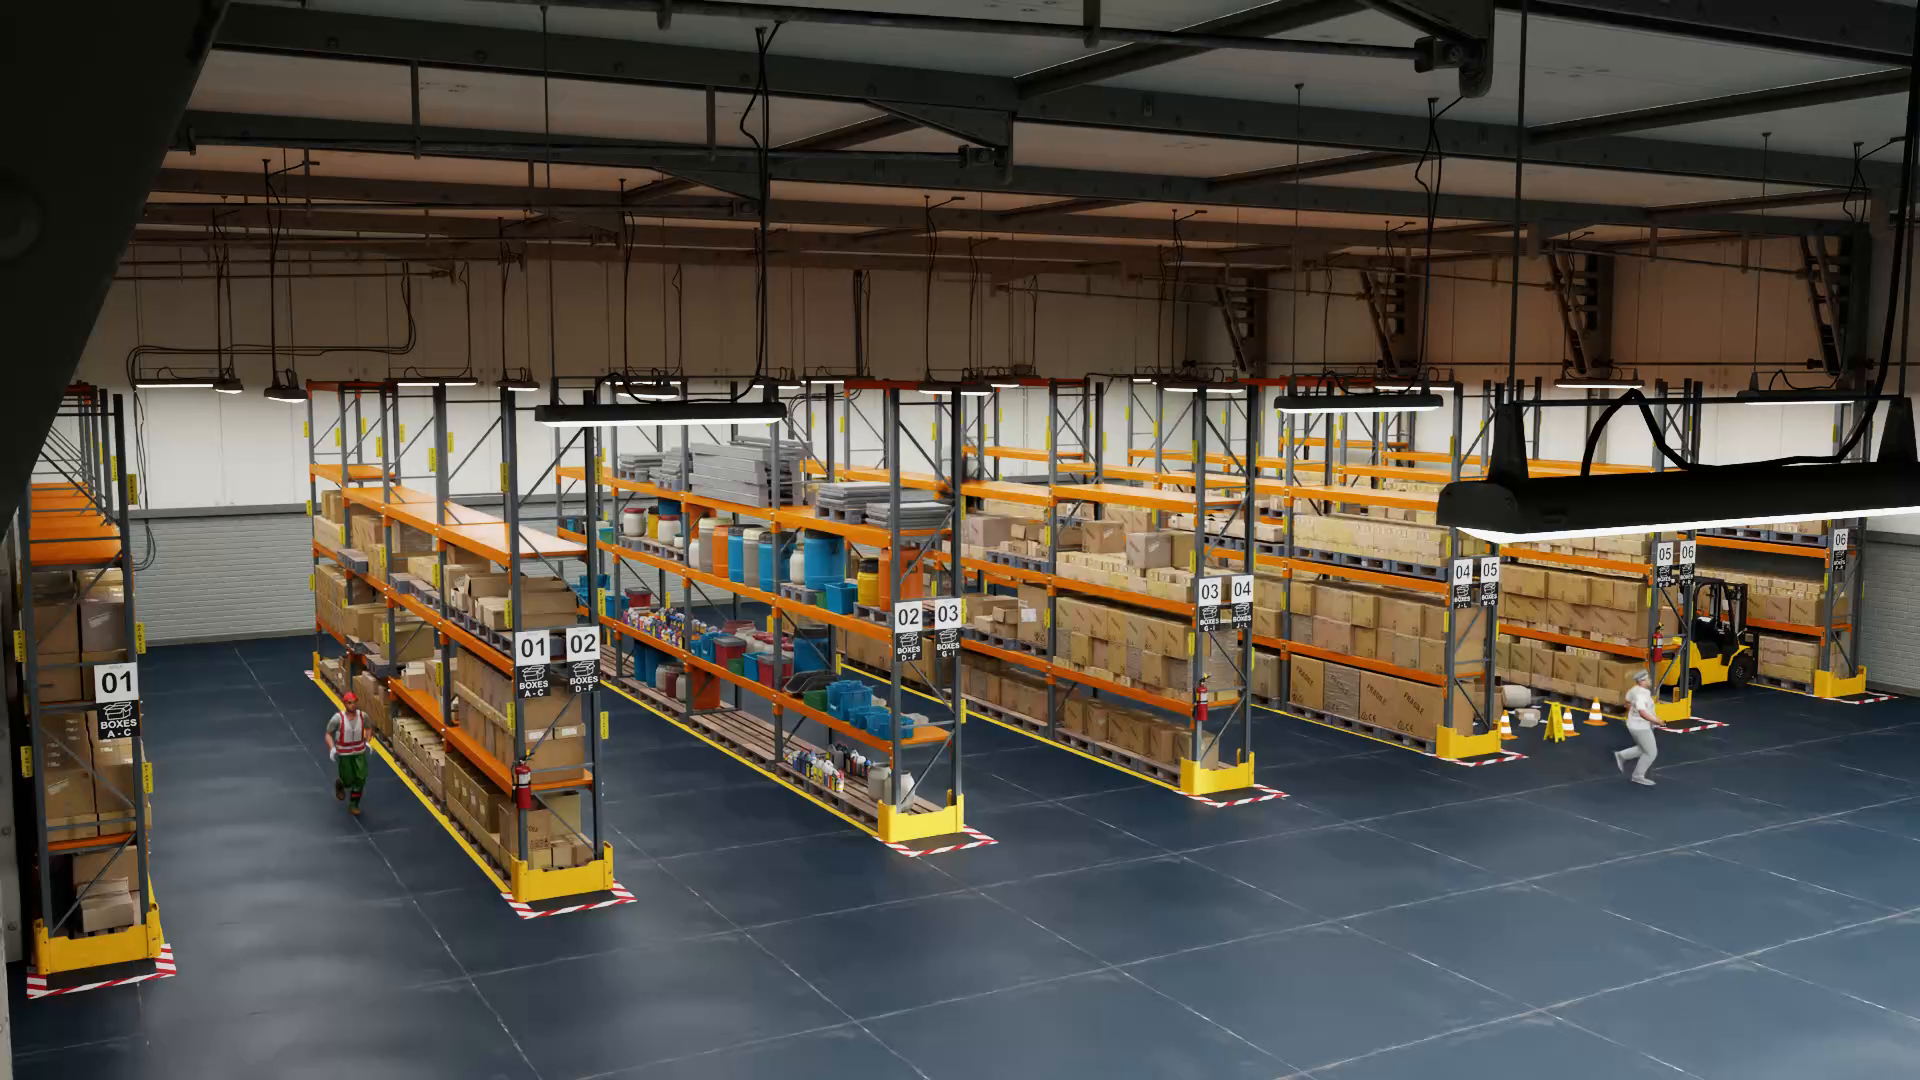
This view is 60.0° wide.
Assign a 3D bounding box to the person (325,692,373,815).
[{"bbox_3d":[-8.605,2.984,23.444,0.649,1.733,0.632,-4,8,-36],"label":"person"}]

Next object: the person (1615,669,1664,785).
[{"bbox_3d":[10.259,2.810,25.087,0.620,1.752,0.697,1,6,8],"label":"person"}]

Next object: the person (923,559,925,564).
[{"bbox_3d":[-1.075,1.246,40.057,0.704,1.663,0.870,0,6,-1],"label":"person"}]
